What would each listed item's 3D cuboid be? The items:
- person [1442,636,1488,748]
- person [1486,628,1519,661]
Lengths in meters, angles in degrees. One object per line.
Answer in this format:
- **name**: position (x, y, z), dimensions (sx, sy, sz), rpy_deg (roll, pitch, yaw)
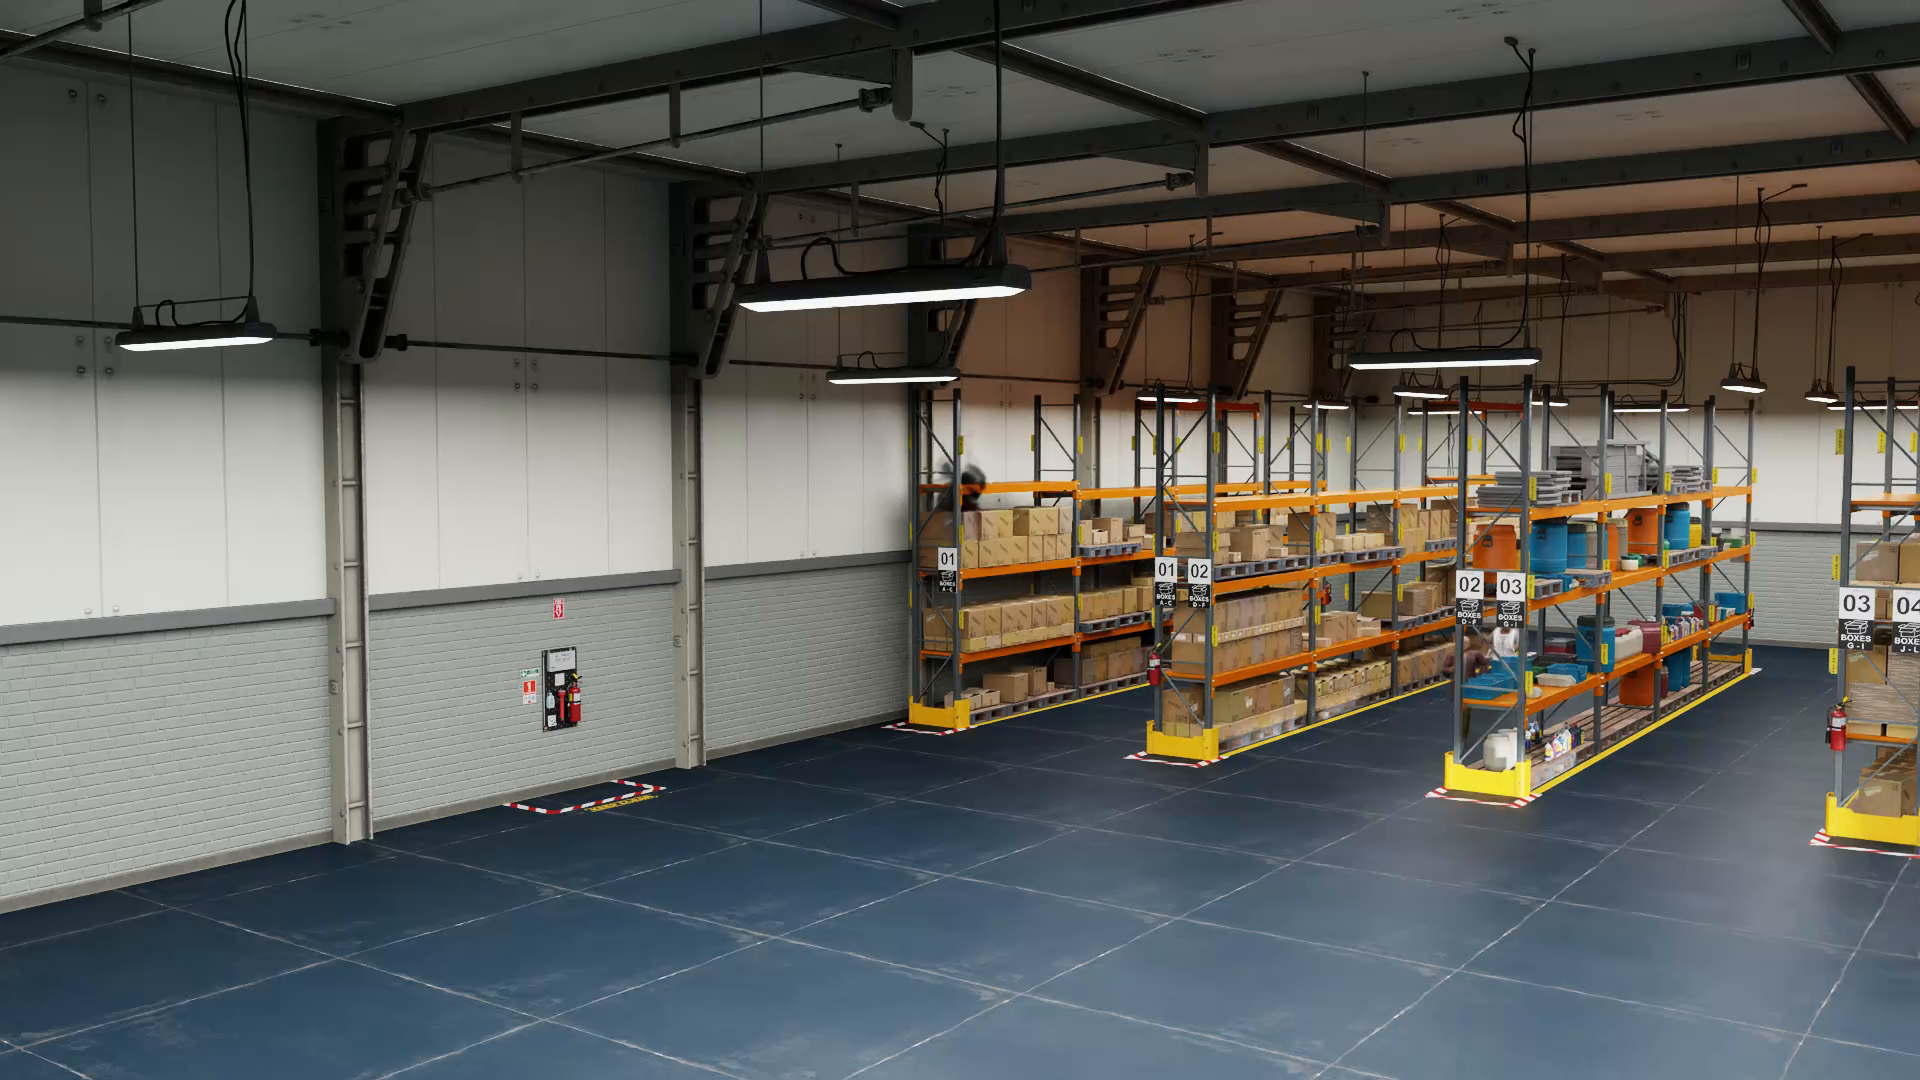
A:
- **person**: position (8.374, 2.499, 27.689), dimensions (0.698, 1.794, 0.968), rpy_deg (2, 4, 31)
- **person**: position (10.337, 2.312, 31.583), dimensions (0.696, 1.763, 0.946), rpy_deg (1, 4, 24)
